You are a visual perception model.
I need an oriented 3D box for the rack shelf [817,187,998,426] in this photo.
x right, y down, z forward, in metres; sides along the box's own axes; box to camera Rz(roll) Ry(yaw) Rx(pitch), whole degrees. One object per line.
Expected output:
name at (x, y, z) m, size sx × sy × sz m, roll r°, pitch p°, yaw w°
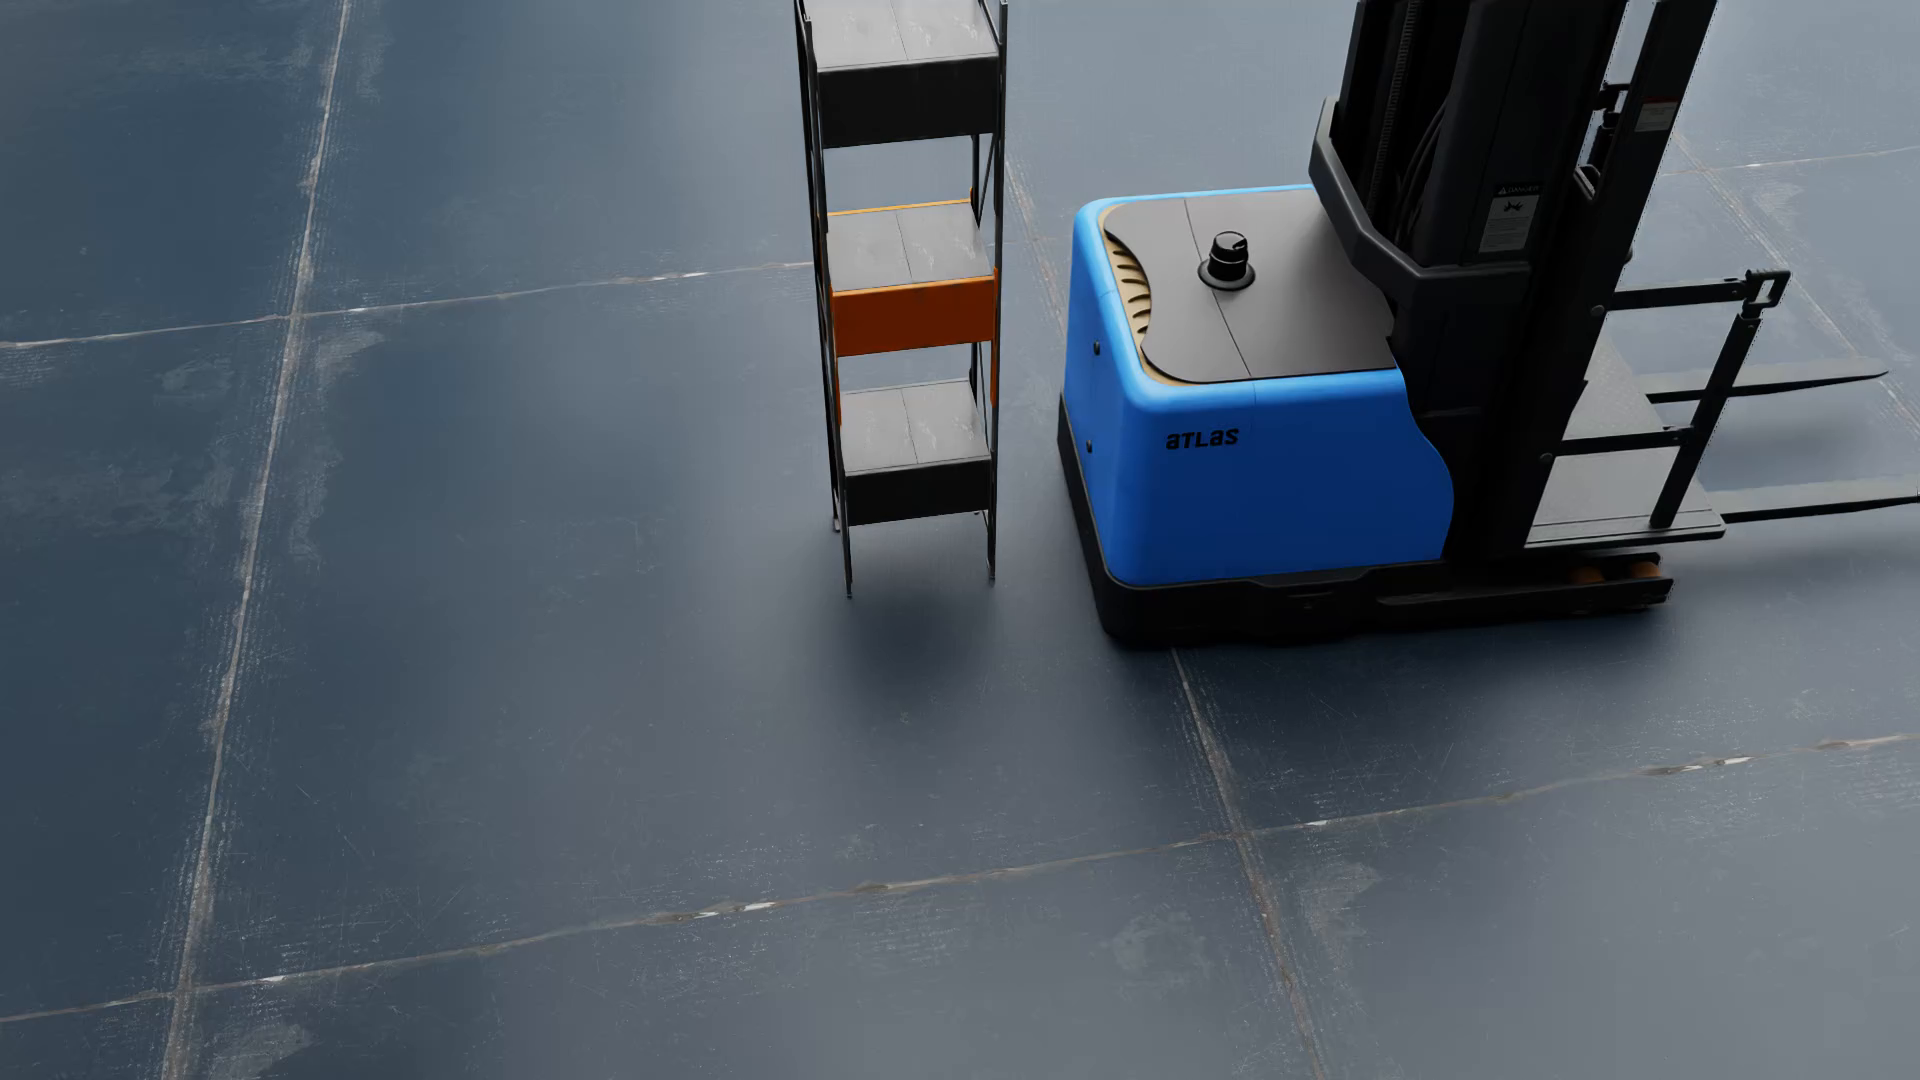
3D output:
rack shelf at (-0.163, -0.699, 4.984) m, size 0.480 × 0.518 × 0.431 m, roll -7°, pitch 46°, yaw -7°

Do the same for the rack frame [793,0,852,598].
rack frame at (-0.404, -0.678, 4.945) m, size 0.015 × 2.100 × 0.400 m, roll -7°, pitch 46°, yaw -7°

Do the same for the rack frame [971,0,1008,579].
rack frame at (0.077, -0.738, 5.003) m, size 0.015 × 2.100 × 0.400 m, roll -7°, pitch 46°, yaw -7°

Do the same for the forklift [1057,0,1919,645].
forklift at (1.906, -1.146, 4.819) m, size 3.031 × 2.935 × 1.130 m, roll -5°, pitch 46°, yaw -5°

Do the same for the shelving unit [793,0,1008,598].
shelving unit at (-0.163, -0.708, 4.974) m, size 0.503 × 2.100 × 0.431 m, roll -7°, pitch 46°, yaw -7°

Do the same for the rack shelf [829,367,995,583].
rack shelf at (-0.163, -0.213, 5.488) m, size 0.480 × 0.518 × 0.431 m, roll -7°, pitch 46°, yaw -7°

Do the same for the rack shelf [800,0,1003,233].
rack shelf at (-0.163, -1.184, 4.480) m, size 0.480 × 0.518 × 0.431 m, roll -7°, pitch 46°, yaw -7°
